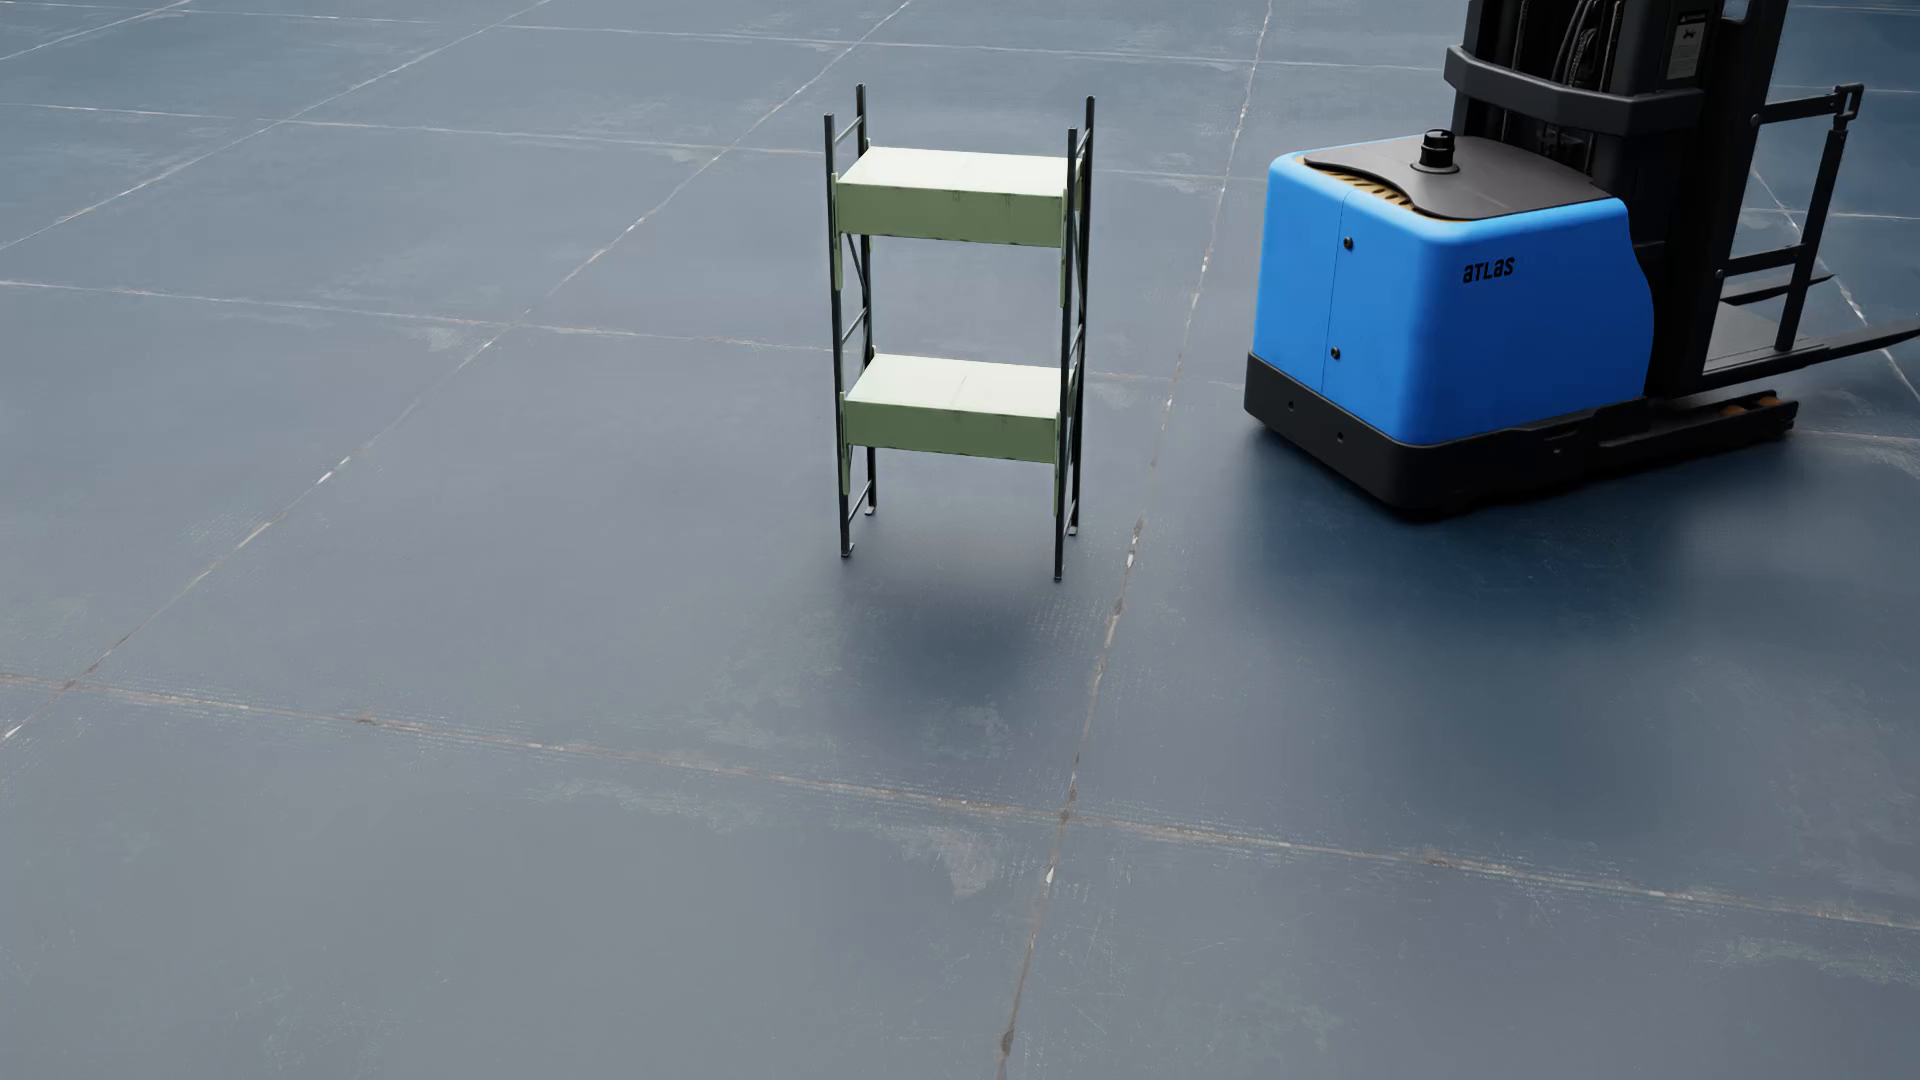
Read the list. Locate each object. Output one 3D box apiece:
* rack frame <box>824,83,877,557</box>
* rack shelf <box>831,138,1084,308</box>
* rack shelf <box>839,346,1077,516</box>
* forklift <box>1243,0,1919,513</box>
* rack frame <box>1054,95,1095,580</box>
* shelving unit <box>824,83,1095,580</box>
[{"bbox_3d":[-0.351,-0.694,5.456,0.023,1.500,0.400,6,29,11],"label":"rack frame"},{"bbox_3d":[0.007,-1.000,5.201,0.720,0.370,0.431,6,29,11],"label":"rack shelf"},{"bbox_3d":[0.007,-0.371,5.545,0.720,0.370,0.431,6,29,11],"label":"rack shelf"},{"bbox_3d":[2.675,-1.851,6.078,3.031,2.935,1.130,-13,31,-22],"label":"forklift"},{"bbox_3d":[0.364,-0.620,5.322,0.023,1.500,0.400,6,29,11],"label":"rack frame"},{"bbox_3d":[0.007,-0.657,5.389,0.755,1.500,0.431,6,29,11],"label":"shelving unit"}]
